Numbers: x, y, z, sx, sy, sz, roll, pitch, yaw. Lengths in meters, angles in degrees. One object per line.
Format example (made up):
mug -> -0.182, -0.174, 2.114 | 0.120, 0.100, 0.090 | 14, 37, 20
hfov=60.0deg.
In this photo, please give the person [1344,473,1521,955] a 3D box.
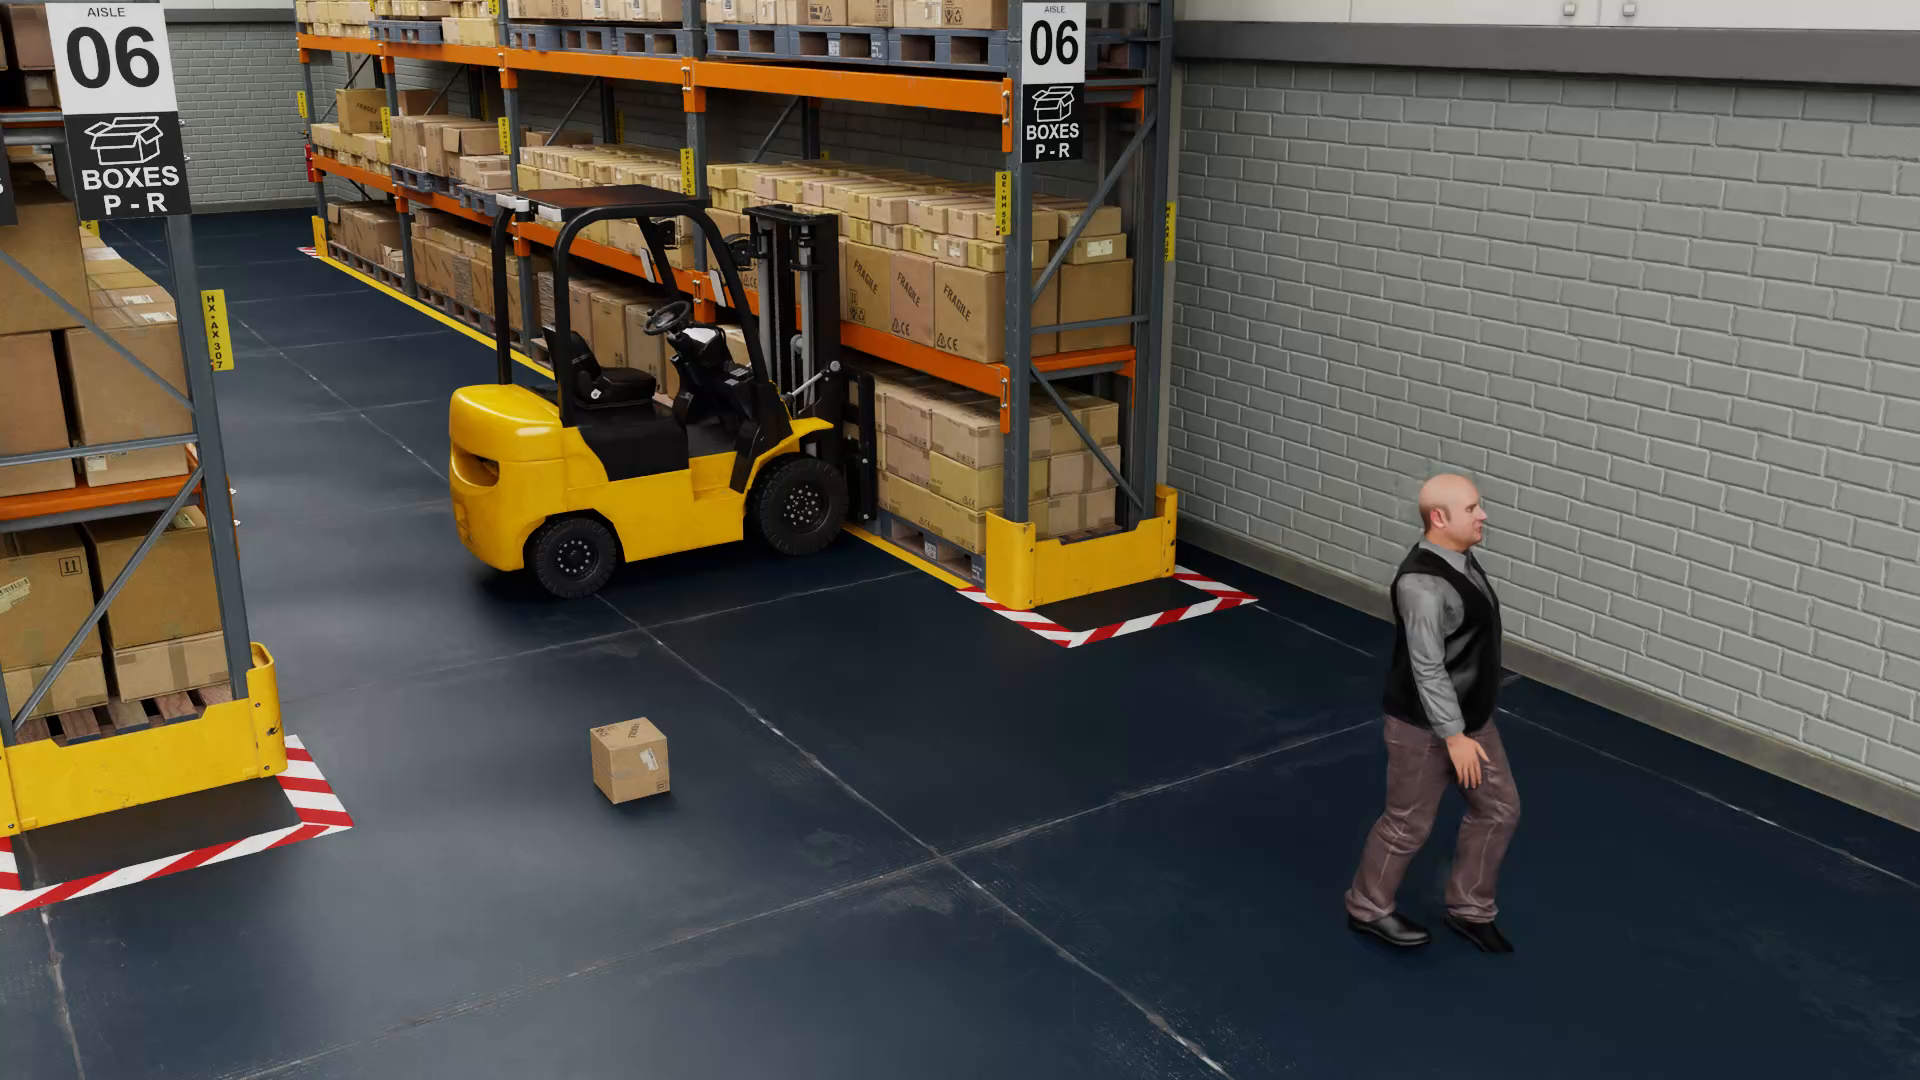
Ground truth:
person -> 1.644, 0.650, 5.642 | 0.586, 1.791, 0.571 | 10, 21, 29
